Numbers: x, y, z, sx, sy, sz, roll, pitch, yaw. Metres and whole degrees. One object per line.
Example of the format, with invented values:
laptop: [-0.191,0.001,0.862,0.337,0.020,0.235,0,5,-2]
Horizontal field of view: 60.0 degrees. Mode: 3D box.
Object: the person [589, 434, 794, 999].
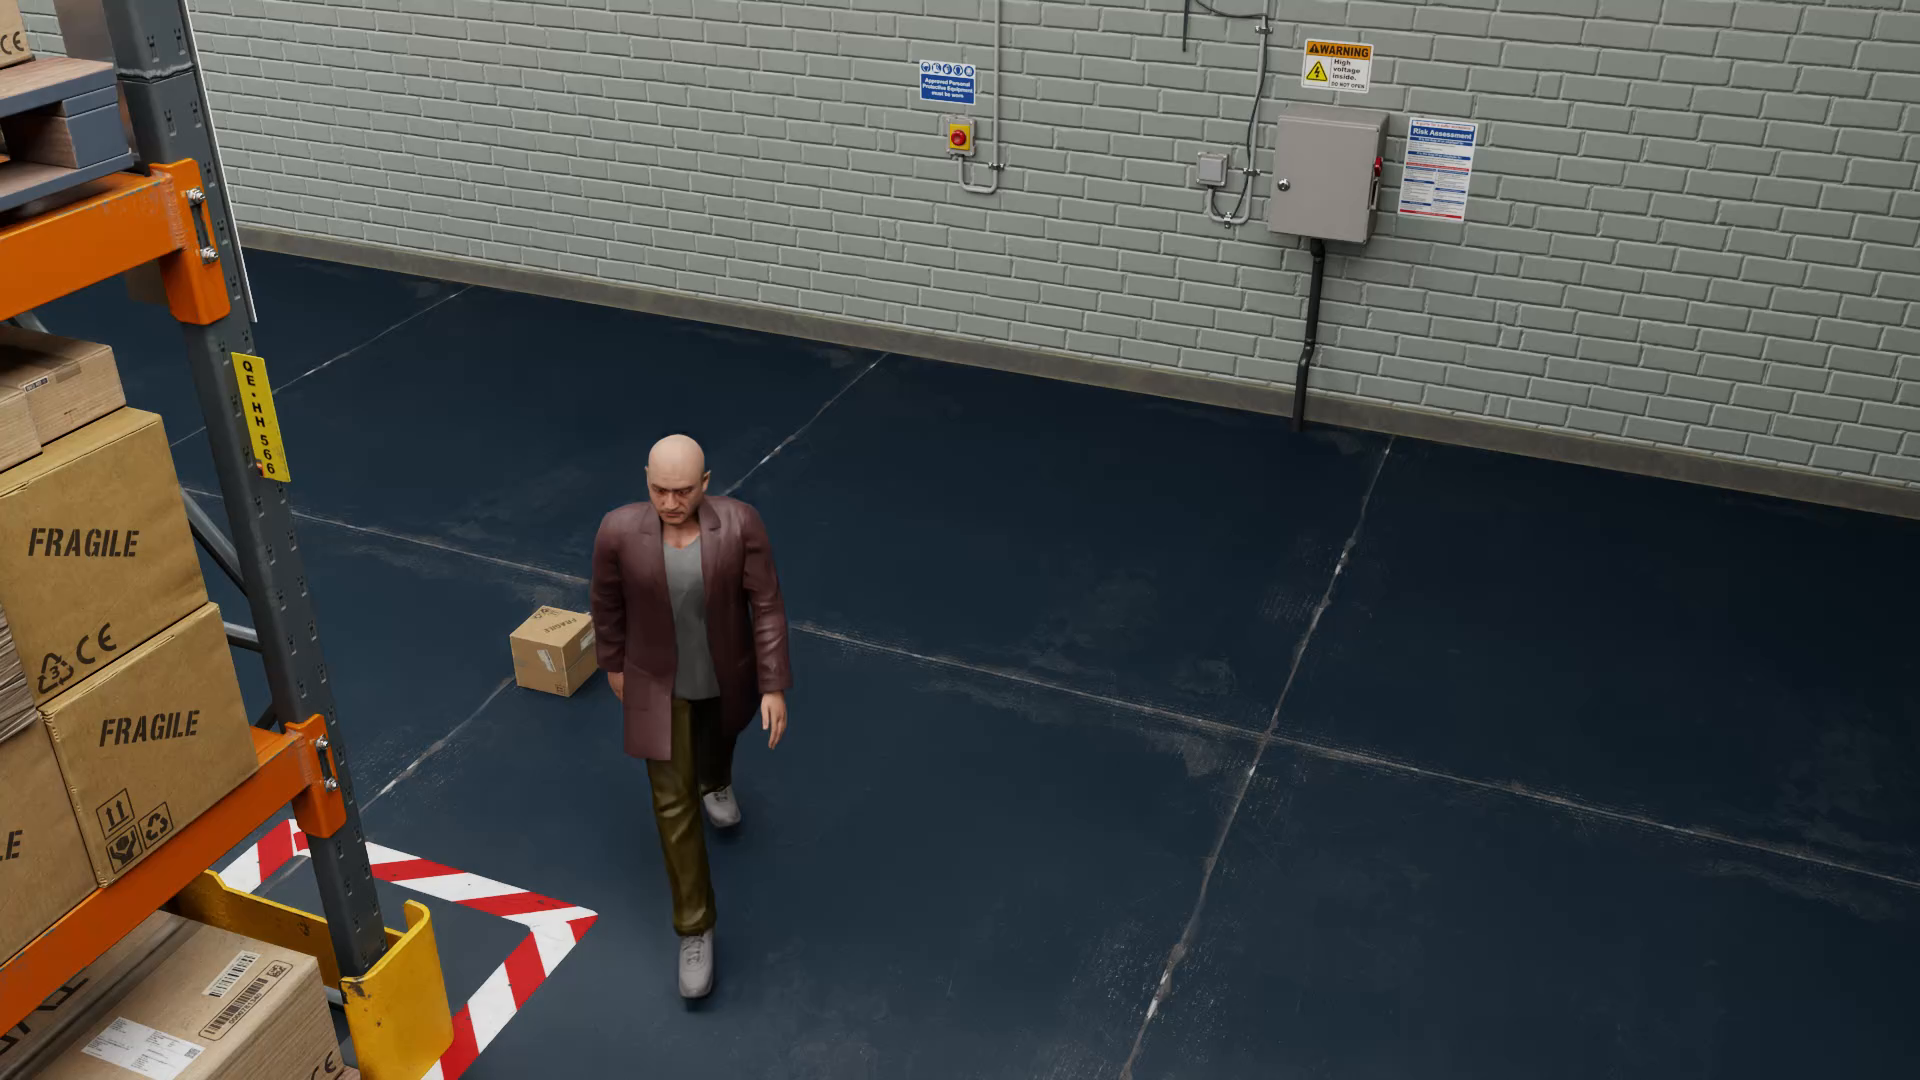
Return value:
person: [-0.852,0.431,5.345,0.590,1.703,1.175,-8,30,-14]
